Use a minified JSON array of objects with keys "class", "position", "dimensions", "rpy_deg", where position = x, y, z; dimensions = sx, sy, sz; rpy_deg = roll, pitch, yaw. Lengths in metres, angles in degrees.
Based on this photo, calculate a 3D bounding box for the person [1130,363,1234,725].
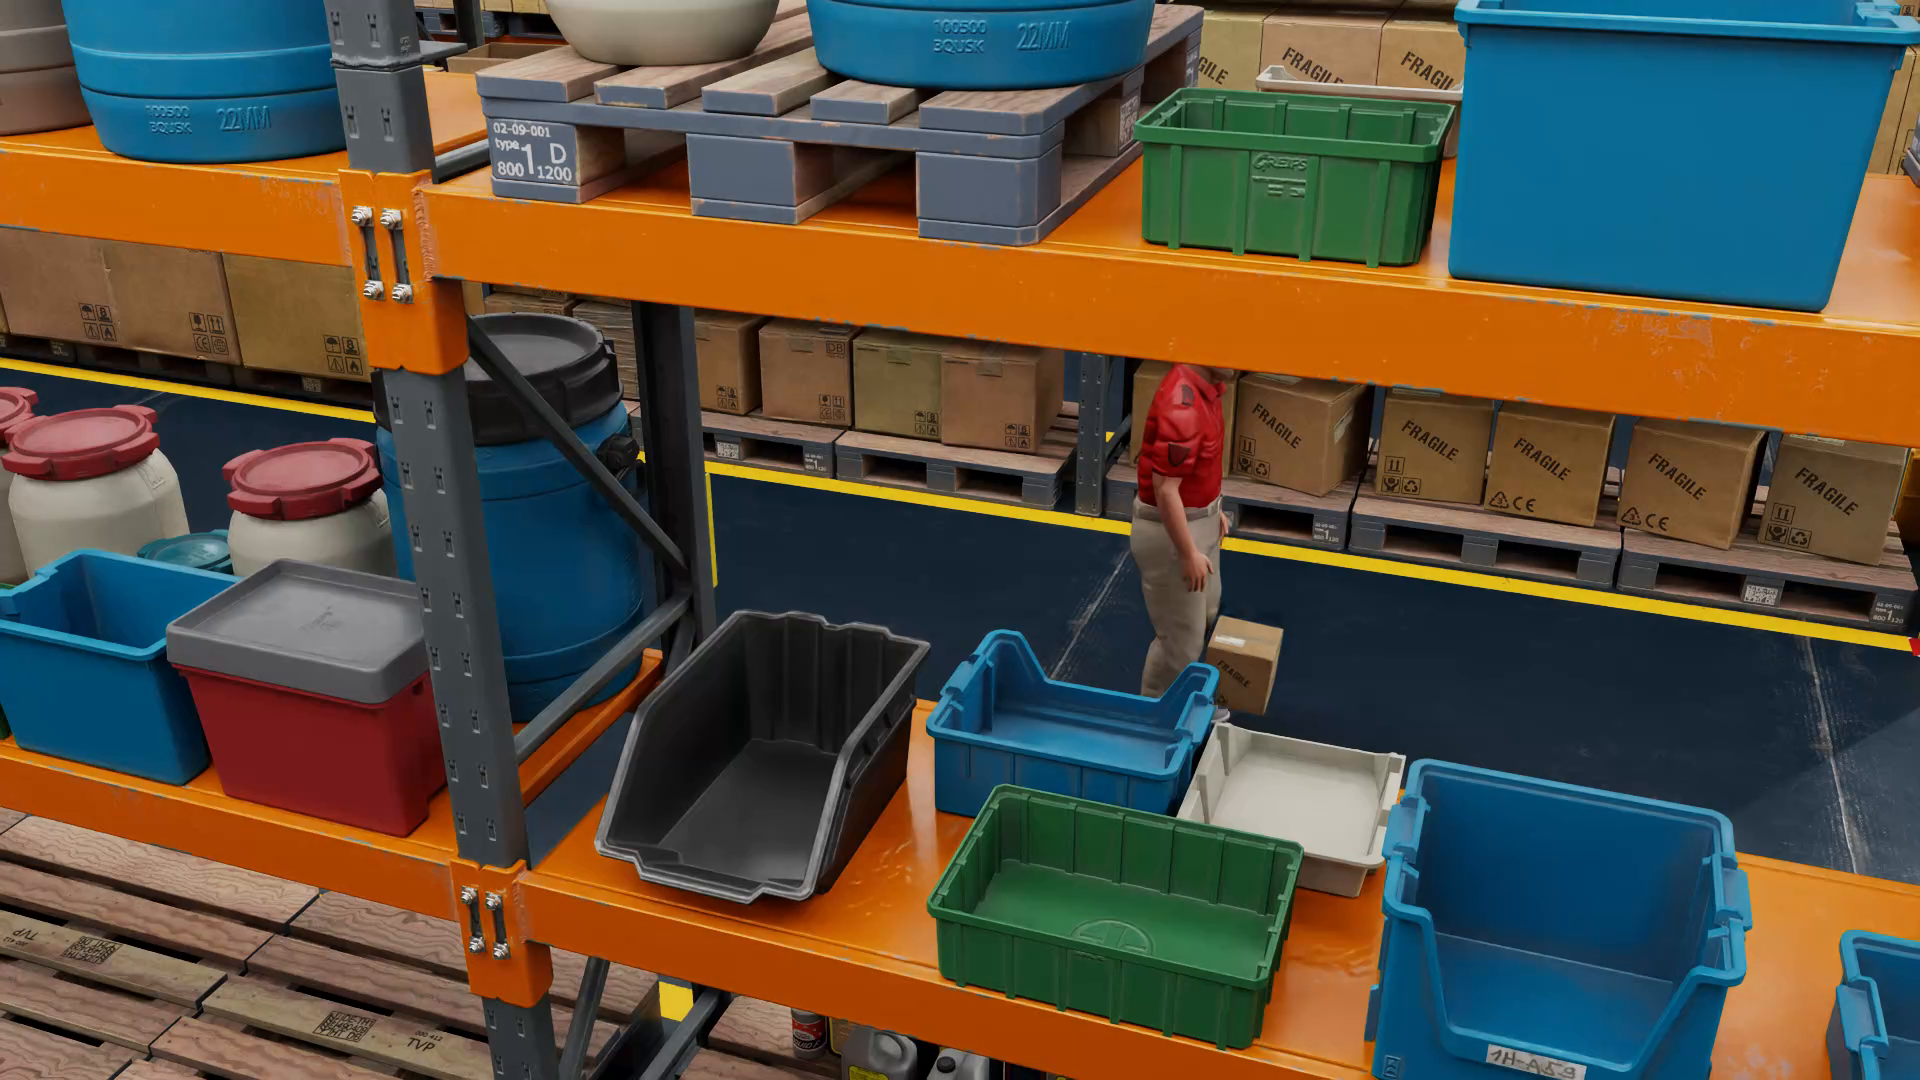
[{"class":"person","position":[0.844,-0.025,6.175],"dimensions":[0.391,1.729,0.568],"rpy_deg":[8,27,16]}]
